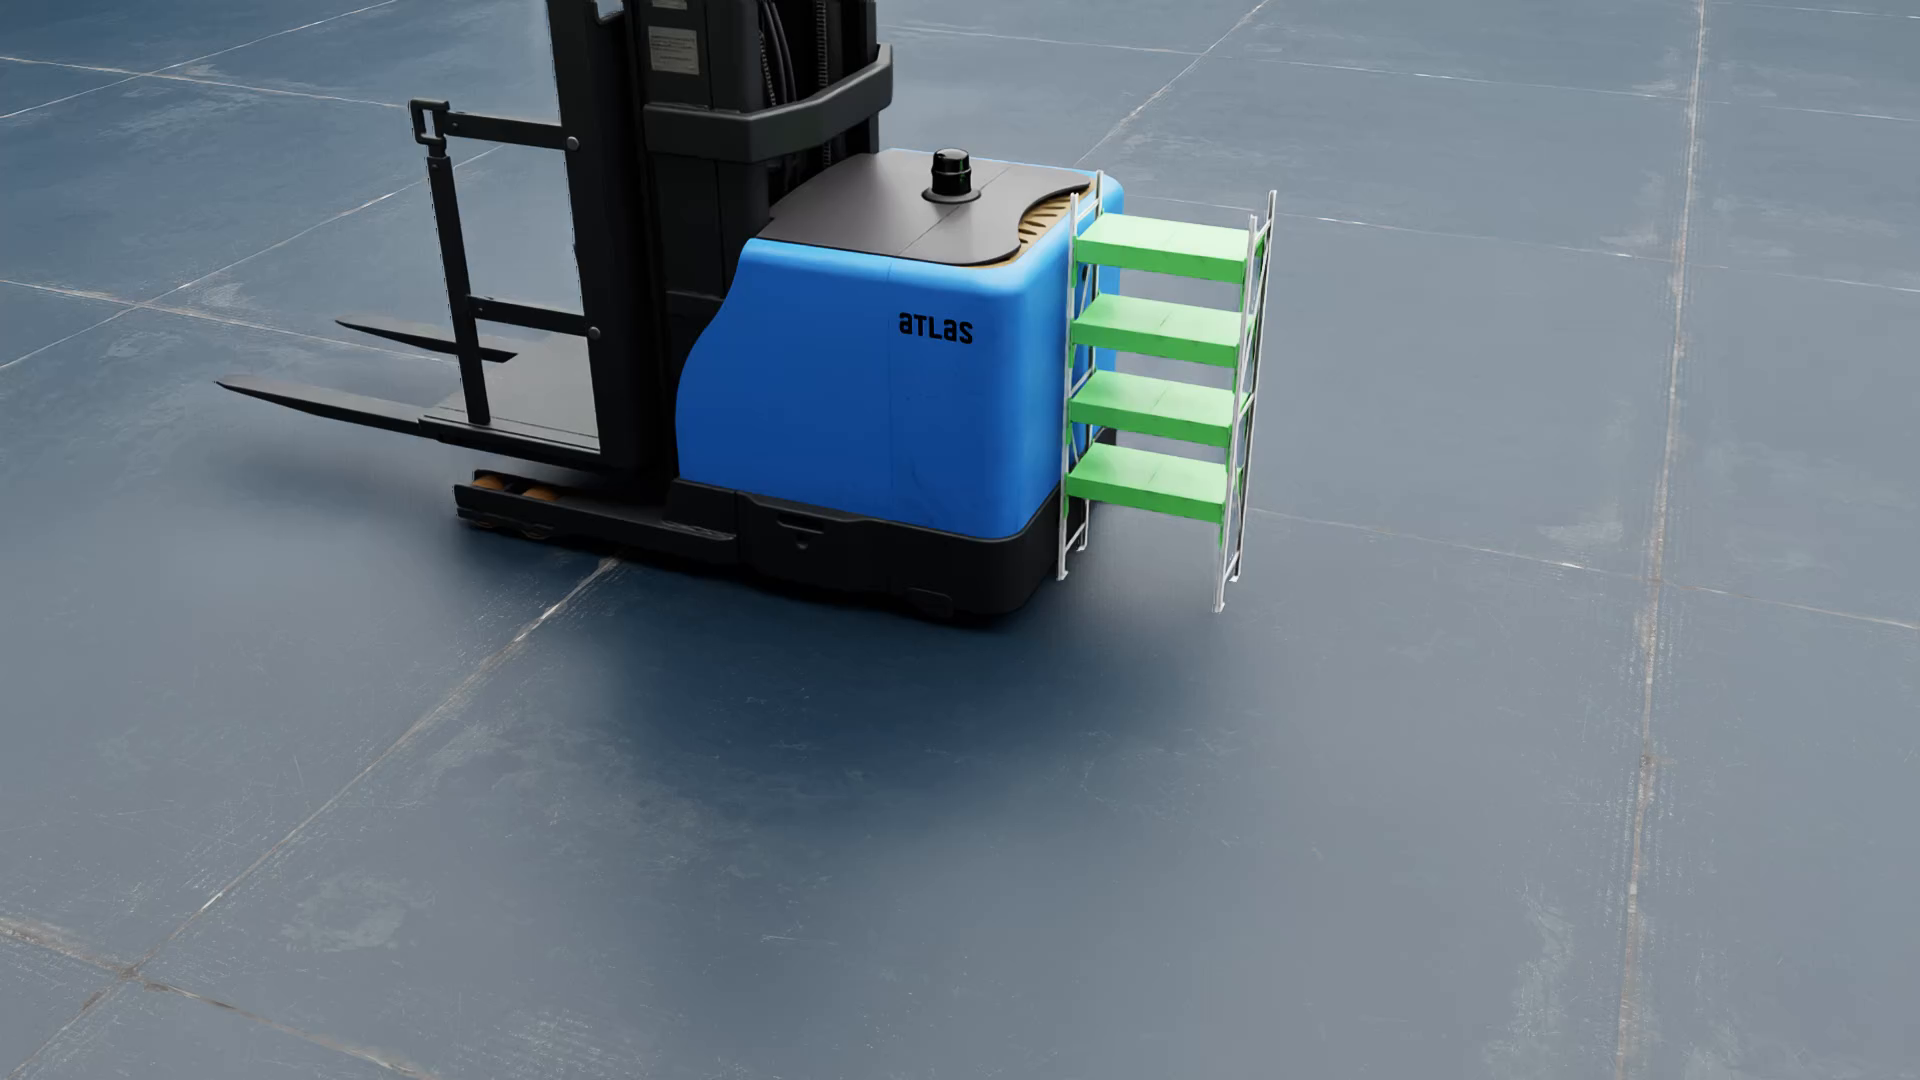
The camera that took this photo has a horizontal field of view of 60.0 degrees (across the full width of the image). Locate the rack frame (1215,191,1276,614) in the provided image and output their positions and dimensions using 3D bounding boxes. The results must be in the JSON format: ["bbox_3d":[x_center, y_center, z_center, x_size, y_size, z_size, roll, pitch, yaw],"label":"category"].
[{"bbox_3d":[0.799,-0.362,4.672,0.015,1.200,0.240,11,31,19],"label":"rack frame"}]

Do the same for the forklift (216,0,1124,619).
[{"bbox_3d":[-1.059,-1.504,4.932,3.031,2.935,1.130,11,31,19],"label":"forklift"}]

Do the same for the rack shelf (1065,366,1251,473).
[{"bbox_3d":[0.573,-0.352,4.783,0.480,0.148,0.258,11,31,19],"label":"rack shelf"}]

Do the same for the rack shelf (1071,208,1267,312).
[{"bbox_3d":[0.573,-0.770,4.547,0.480,0.148,0.258,11,31,19],"label":"rack shelf"}]

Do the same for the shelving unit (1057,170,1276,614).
[{"bbox_3d":[0.573,-0.408,4.752,0.503,1.200,0.258,11,31,19],"label":"shelving unit"}]

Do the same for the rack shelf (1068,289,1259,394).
[{"bbox_3d":[0.573,-0.561,4.665,0.480,0.148,0.258,11,31,19],"label":"rack shelf"}]

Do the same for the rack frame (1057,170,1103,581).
[{"bbox_3d":[0.347,-0.453,4.832,0.015,1.200,0.240,11,31,19],"label":"rack frame"}]

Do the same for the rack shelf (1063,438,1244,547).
[{"bbox_3d":[0.573,-0.143,4.902,0.480,0.148,0.258,11,31,19],"label":"rack shelf"}]
